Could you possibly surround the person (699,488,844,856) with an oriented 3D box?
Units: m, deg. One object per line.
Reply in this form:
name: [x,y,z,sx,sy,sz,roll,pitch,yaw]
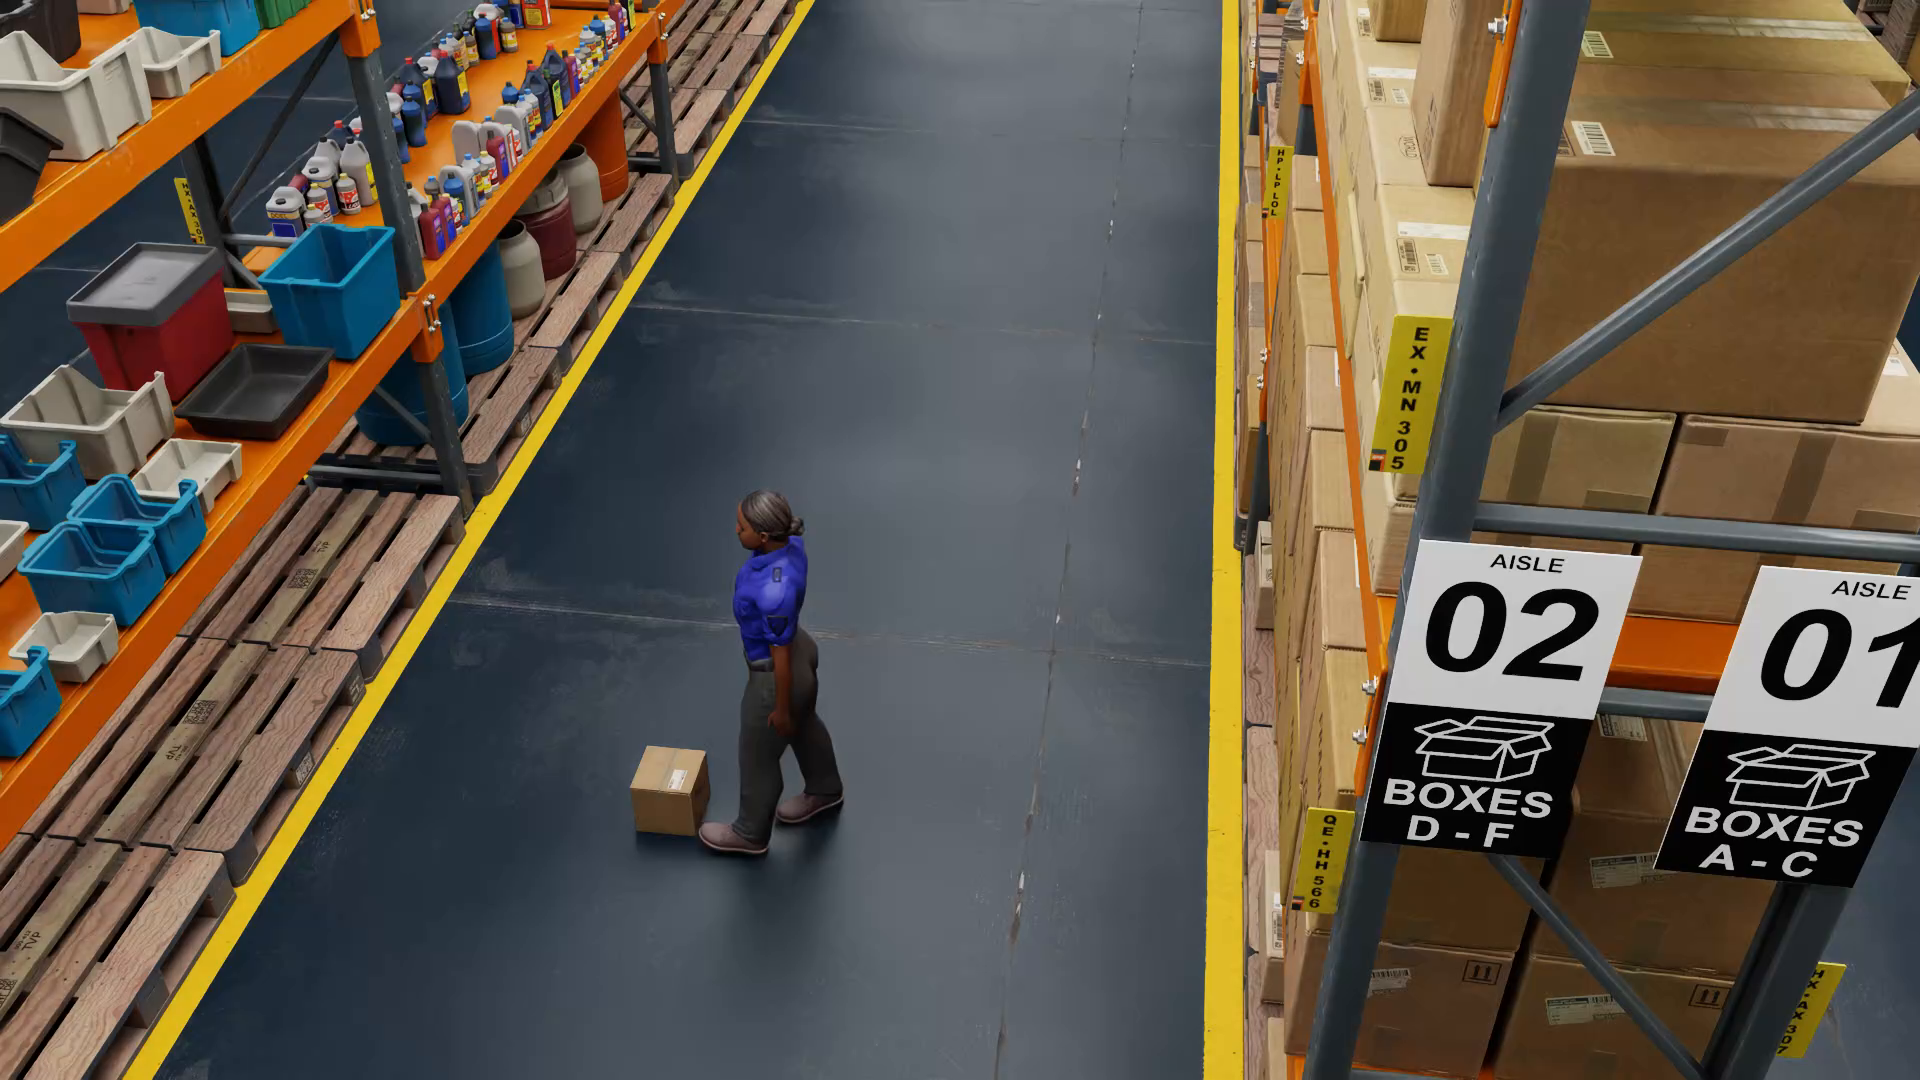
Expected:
person: [-0.770,0.508,6.348,0.576,1.661,0.463,0,36,0]
